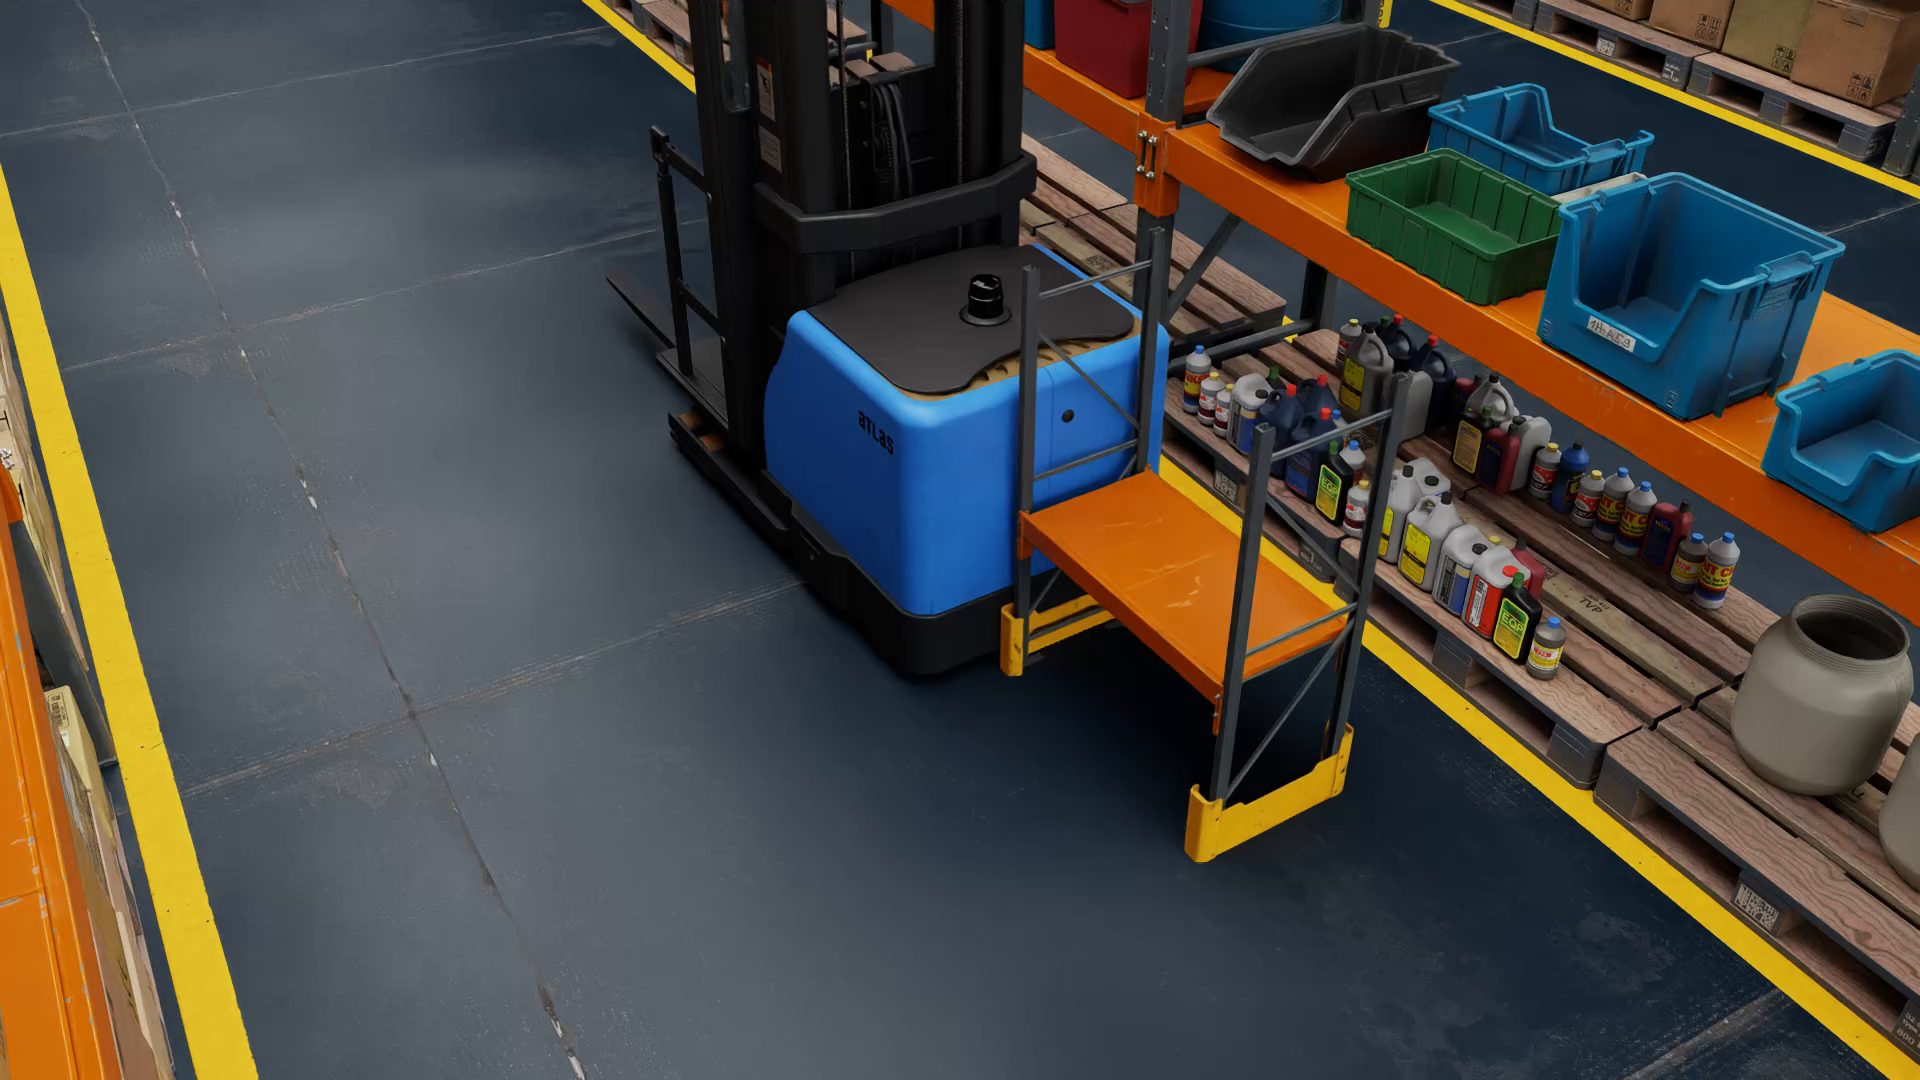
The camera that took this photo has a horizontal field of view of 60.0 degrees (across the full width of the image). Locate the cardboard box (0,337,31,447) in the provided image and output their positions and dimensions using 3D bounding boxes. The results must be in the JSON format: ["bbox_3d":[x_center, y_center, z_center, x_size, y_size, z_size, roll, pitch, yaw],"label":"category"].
[{"bbox_3d":[-3.898,-0.511,6.381,0.500,0.250,0.500,-18,40,-23],"label":"cardboard box"}]

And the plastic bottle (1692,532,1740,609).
[{"bbox_3d":[2.516,0.093,5.520,0.097,0.271,0.097,0,36,0],"label":"plastic bottle"}]

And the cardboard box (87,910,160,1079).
[{"bbox_3d":[-1.955,1.185,3.424,0.500,0.500,0.500,-19,40,-24],"label":"cardboard box"}]

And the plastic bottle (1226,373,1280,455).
[{"bbox_3d":[1.115,-0.483,6.304,0.152,0.276,0.135,-17,40,-22],"label":"plastic bottle"}]

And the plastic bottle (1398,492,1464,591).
[{"bbox_3d":[1.597,-0.019,5.606,0.144,0.351,0.185,-17,40,-22],"label":"plastic bottle"}]

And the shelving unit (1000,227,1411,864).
[{"bbox_3d":[0.665,-0.002,4.980,0.587,1.500,1.083,-21,41,-26],"label":"shelving unit"}]

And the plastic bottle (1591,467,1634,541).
[{"bbox_3d":[2.294,-0.133,5.829,0.097,0.271,0.097,0,36,0],"label":"plastic bottle"}]

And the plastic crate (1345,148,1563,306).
[{"bbox_3d":[1.586,-0.993,5.245,0.450,0.188,0.662,-19,40,-24],"label":"plastic crate"}]

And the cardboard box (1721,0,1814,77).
[{"bbox_3d":[4.918,-3.058,9.640,0.700,0.500,0.500,-19,40,-24],"label":"cardboard box"}]

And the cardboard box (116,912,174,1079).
[{"bbox_3d":[-2.208,1.233,3.994,0.500,0.250,0.500,-19,40,-24],"label":"cardboard box"}]

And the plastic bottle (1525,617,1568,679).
[{"bbox_3d":[1.856,0.332,5.252,0.097,0.201,0.097,0,36,0],"label":"plastic bottle"}]

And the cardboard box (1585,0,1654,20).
[{"bbox_3d":[4.356,-3.628,10.420,0.700,0.500,0.500,-16,39,-20],"label":"cardboard box"}]

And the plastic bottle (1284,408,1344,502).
[{"bbox_3d":[1.290,-0.331,6.033,0.144,0.351,0.185,-21,41,-26],"label":"plastic bottle"}]

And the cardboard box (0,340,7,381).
[{"bbox_3d":[-3.902,-0.742,6.222,0.500,0.311,0.500,-18,40,-23],"label":"cardboard box"}]

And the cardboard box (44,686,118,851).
[{"bbox_3d":[-2.715,0.724,4.690,0.500,0.250,0.500,-19,40,-24],"label":"cardboard box"}]

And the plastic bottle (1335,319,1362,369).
[{"bbox_3d":[1.600,-0.809,6.814,0.097,0.201,0.097,0,36,0],"label":"plastic bottle"}]

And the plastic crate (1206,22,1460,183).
[{"bbox_3d":[1.301,-1.524,5.846,0.767,0.338,0.504,-19,40,-24],"label":"plastic crate"}]

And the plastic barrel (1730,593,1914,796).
[{"bbox_3d":[2.509,0.452,4.841,0.421,0.512,0.421,0,36,0],"label":"plastic barrel"}]

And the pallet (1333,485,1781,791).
[{"bbox_3d":[2.067,0.250,5.729,1.003,0.211,1.213,-19,40,-24],"label":"pallet"}]

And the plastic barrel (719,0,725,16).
[{"bbox_3d":[-1.483,-3.565,10.341,0.421,0.512,0.421,0,36,0],"label":"plastic barrel"}]

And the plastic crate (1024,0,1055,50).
[{"bbox_3d":[0.325,-2.318,6.894,0.392,0.384,0.575,-19,40,-24],"label":"plastic crate"}]

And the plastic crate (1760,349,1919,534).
[{"bbox_3d":[2.326,-0.254,4.180,0.499,0.251,0.408,-19,40,-24],"label":"plastic crate"}]

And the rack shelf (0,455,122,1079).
[{"bbox_3d":[-2.132,0.922,3.054,1.077,0.370,4.000,-19,40,-24],"label":"rack shelf"}]

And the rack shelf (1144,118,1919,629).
[{"bbox_3d":[2.153,-0.544,5.061,1.077,0.370,4.000,-19,40,-24],"label":"rack shelf"}]

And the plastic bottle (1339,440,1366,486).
[{"bbox_3d":[1.396,-0.235,5.969,0.097,0.271,0.097,0,36,0],"label":"plastic bottle"}]

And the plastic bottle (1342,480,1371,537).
[{"bbox_3d":[1.412,-0.119,5.870,0.097,0.201,0.097,0,36,0],"label":"plastic bottle"}]

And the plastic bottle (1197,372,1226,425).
[{"bbox_3d":[0.980,-0.557,6.470,0.097,0.201,0.097,0,36,0],"label":"plastic bottle"}]

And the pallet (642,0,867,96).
[{"bbox_3d":[-1.294,-3.158,10.394,1.003,0.211,1.213,-19,40,-24],"label":"pallet"}]

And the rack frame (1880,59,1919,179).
[{"bbox_3d":[5.431,-3.322,8.255,1.000,3.000,0.127,-19,40,-24],"label":"rack frame"}]

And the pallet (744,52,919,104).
[{"bbox_3d":[-0.506,-2.361,9.304,1.003,0.211,1.213,-19,40,-24],"label":"pallet"}]

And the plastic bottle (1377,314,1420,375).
[{"bbox_3d":[1.721,-0.719,6.564,0.144,0.351,0.185,-20,41,-25],"label":"plastic bottle"}]

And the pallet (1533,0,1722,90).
[{"bbox_3d":[4.421,-3.215,10.473,1.003,0.211,1.213,-19,40,-24],"label":"pallet"}]

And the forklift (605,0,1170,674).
[{"bbox_3d":[-0.516,-1.574,5.921,1.130,2.935,3.031,-21,41,-26],"label":"forklift"}]

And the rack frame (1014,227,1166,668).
[{"bbox_3d":[0.397,-0.250,5.321,0.500,1.500,0.032,-21,41,-26],"label":"rack frame"}]

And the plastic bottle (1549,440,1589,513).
[{"bbox_3d":[2.192,-0.236,5.970,0.097,0.271,0.097,0,36,0],"label":"plastic bottle"}]

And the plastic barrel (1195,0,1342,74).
[{"bbox_3d":[1.216,-2.343,6.490,0.600,0.901,0.708,-19,40,-24],"label":"plastic barrel"}]

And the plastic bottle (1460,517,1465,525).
[{"bbox_3d":[1.679,-0.017,5.730,0.097,0.201,0.097,0,36,0],"label":"plastic bottle"}]

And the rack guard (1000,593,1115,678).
[{"bbox_3d":[0.398,0.255,5.689,0.587,0.250,0.087,-21,41,-26],"label":"rack guard"}]

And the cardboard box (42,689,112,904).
[{"bbox_3d":[-2.473,0.680,4.115,0.500,0.500,0.500,-19,40,-24],"label":"cardboard box"}]

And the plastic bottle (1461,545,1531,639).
[{"bbox_3d":[1.753,0.165,5.417,0.152,0.276,0.135,-19,40,-24],"label":"plastic bottle"}]

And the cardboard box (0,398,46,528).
[{"bbox_3d":[-3.376,-0.215,5.501,0.500,0.311,0.500,-19,40,-24],"label":"cardboard box"}]

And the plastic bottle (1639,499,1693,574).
[{"bbox_3d":[2.418,-0.033,5.682,0.061,0.283,0.133,-18,40,-23],"label":"plastic bottle"}]

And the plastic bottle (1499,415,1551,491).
[{"bbox_3d":[2.058,-0.342,6.112,0.152,0.276,0.135,-18,40,-23],"label":"plastic bottle"}]

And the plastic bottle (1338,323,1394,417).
[{"bbox_3d":[1.596,-0.676,6.506,0.144,0.351,0.185,-19,40,-24],"label":"plastic bottle"}]

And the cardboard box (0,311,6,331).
[{"bbox_3d":[-4.409,-1.029,7.091,0.500,0.250,0.500,-19,40,-24],"label":"cardboard box"}]

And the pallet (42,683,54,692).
[{"bbox_3d":[-3.540,0.374,5.559,1.003,0.211,1.213,-19,40,-24],"label":"pallet"}]

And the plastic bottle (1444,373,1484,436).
[{"bbox_3d":[1.935,-0.523,6.353,0.061,0.283,0.133,-16,39,-21],"label":"plastic bottle"}]

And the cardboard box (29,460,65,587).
[{"bbox_3d":[-3.381,0.012,5.665,0.500,0.250,0.500,-18,40,-23],"label":"cardboard box"}]

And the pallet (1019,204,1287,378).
[{"bbox_3d":[0.720,-1.117,7.600,1.003,0.211,1.213,-19,40,-24],"label":"pallet"}]

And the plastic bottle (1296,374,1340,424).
[{"bbox_3d":[1.320,-0.470,6.223,0.144,0.351,0.185,-19,40,-24],"label":"plastic bottle"}]

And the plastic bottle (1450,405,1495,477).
[{"bbox_3d":[1.904,-0.386,6.165,0.061,0.283,0.133,-19,40,-24],"label":"plastic bottle"}]

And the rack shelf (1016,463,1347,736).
[{"bbox_3d":[0.670,0.148,5.080,0.538,0.185,1.000,-21,41,-26],"label":"rack shelf"}]

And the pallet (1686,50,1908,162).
[{"bbox_3d":[5.038,-2.592,9.620,1.003,0.211,1.213,-19,40,-24],"label":"pallet"}]

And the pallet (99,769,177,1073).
[{"bbox_3d":[-2.773,1.156,4.488,1.003,0.211,1.213,-19,40,-24],"label":"pallet"}]

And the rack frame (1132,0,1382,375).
[{"bbox_3d":[1.148,-1.854,6.245,1.000,3.000,0.127,-19,40,-24],"label":"rack frame"}]
